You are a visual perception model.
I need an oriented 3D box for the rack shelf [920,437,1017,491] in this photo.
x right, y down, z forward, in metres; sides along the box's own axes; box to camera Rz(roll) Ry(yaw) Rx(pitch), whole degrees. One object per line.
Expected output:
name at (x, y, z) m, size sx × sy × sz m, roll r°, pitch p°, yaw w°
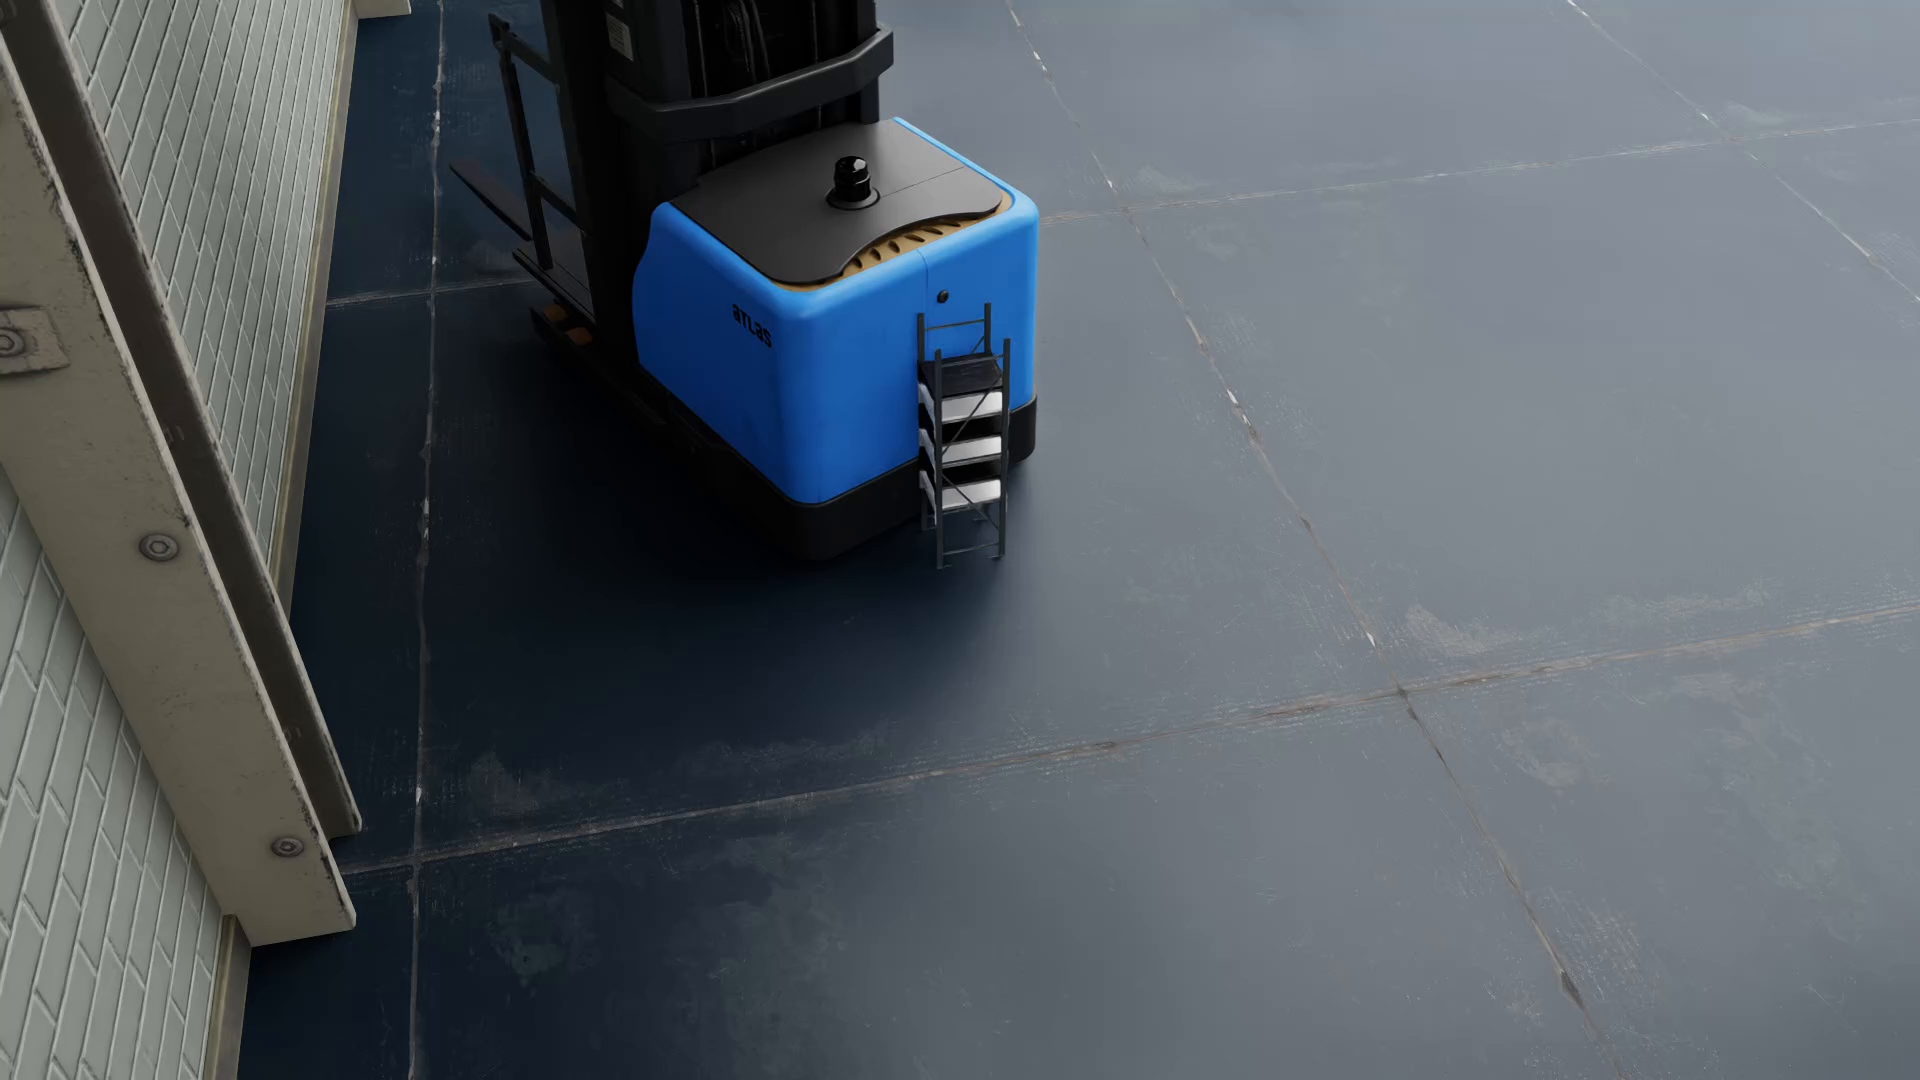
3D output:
rack shelf at (0.027, -0.280, 5.438) m, size 0.258 × 0.077 × 0.200 m, roll -17°, pitch 44°, yaw -18°

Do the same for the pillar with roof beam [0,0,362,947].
pillar with roof beam at (2.354, -3.025, 2.379) m, size 9.100 × 9.000 × 0.400 m, roll -8°, pitch 42°, yaw -9°

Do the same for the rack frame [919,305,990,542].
rack frame at (-0.016, -0.366, 5.485) m, size 0.240 × 0.900 × 0.006 m, roll -17°, pitch 44°, yaw -18°

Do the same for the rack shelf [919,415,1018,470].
rack shelf at (0.027, -0.347, 5.378) m, size 0.258 × 0.077 × 0.200 m, roll -17°, pitch 44°, yaw -18°

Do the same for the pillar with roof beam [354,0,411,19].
pillar with roof beam at (1.059, -6.914, 6.760) m, size 9.100 × 9.000 × 0.400 m, roll -8°, pitch 42°, yaw -9°

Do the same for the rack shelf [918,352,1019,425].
rack shelf at (0.027, -0.482, 5.259) m, size 0.258 × 0.077 × 0.200 m, roll -17°, pitch 44°, yaw -18°

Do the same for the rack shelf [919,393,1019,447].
rack shelf at (0.027, -0.415, 5.318) m, size 0.258 × 0.077 × 0.200 m, roll -17°, pitch 44°, yaw -18°

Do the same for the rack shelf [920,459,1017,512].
rack shelf at (0.027, -0.213, 5.498) m, size 0.258 × 0.077 × 0.200 m, roll -17°, pitch 44°, yaw -18°

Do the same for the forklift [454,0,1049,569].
forklift at (-1.007, -1.919, 5.704) m, size 1.130 × 2.935 × 3.031 m, roll -28°, pitch 49°, yaw -28°

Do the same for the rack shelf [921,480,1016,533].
rack shelf at (0.027, -0.145, 5.557) m, size 0.258 × 0.077 × 0.200 m, roll -17°, pitch 44°, yaw -18°

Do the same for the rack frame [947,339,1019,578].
rack frame at (0.070, -0.244, 5.347) m, size 0.240 × 0.900 × 0.006 m, roll -17°, pitch 44°, yaw -18°

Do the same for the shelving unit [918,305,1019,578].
shelving unit at (0.027, -0.305, 5.416) m, size 0.258 × 0.900 × 0.210 m, roll -17°, pitch 44°, yaw -18°
